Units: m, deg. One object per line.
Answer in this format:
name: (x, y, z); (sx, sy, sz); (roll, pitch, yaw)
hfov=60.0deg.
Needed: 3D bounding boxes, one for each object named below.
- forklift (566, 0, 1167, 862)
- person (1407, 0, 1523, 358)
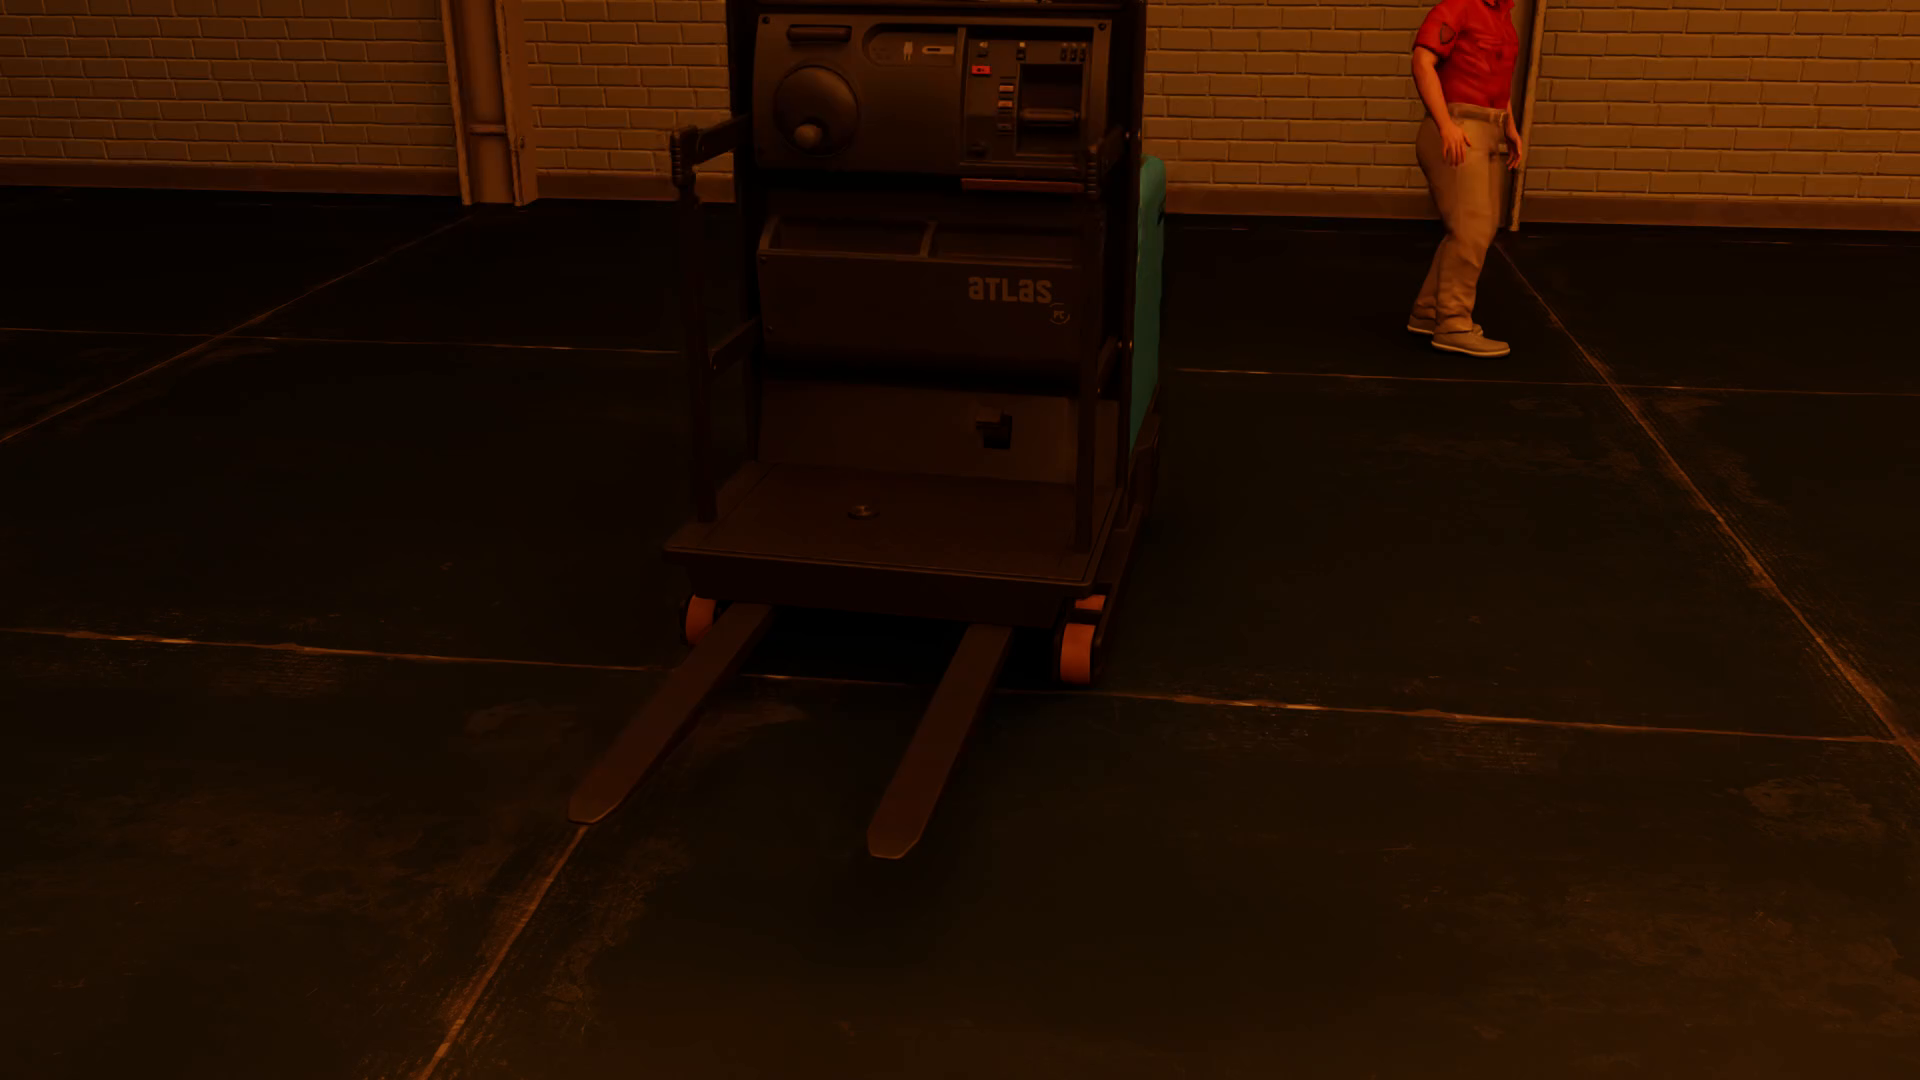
forklift: (-0.122, -1.136, 4.074); (1.130, 2.935, 3.031); (5, 22, 11)
person: (2.213, -1.671, 7.041); (0.520, 1.709, 0.748); (13, 26, 30)
